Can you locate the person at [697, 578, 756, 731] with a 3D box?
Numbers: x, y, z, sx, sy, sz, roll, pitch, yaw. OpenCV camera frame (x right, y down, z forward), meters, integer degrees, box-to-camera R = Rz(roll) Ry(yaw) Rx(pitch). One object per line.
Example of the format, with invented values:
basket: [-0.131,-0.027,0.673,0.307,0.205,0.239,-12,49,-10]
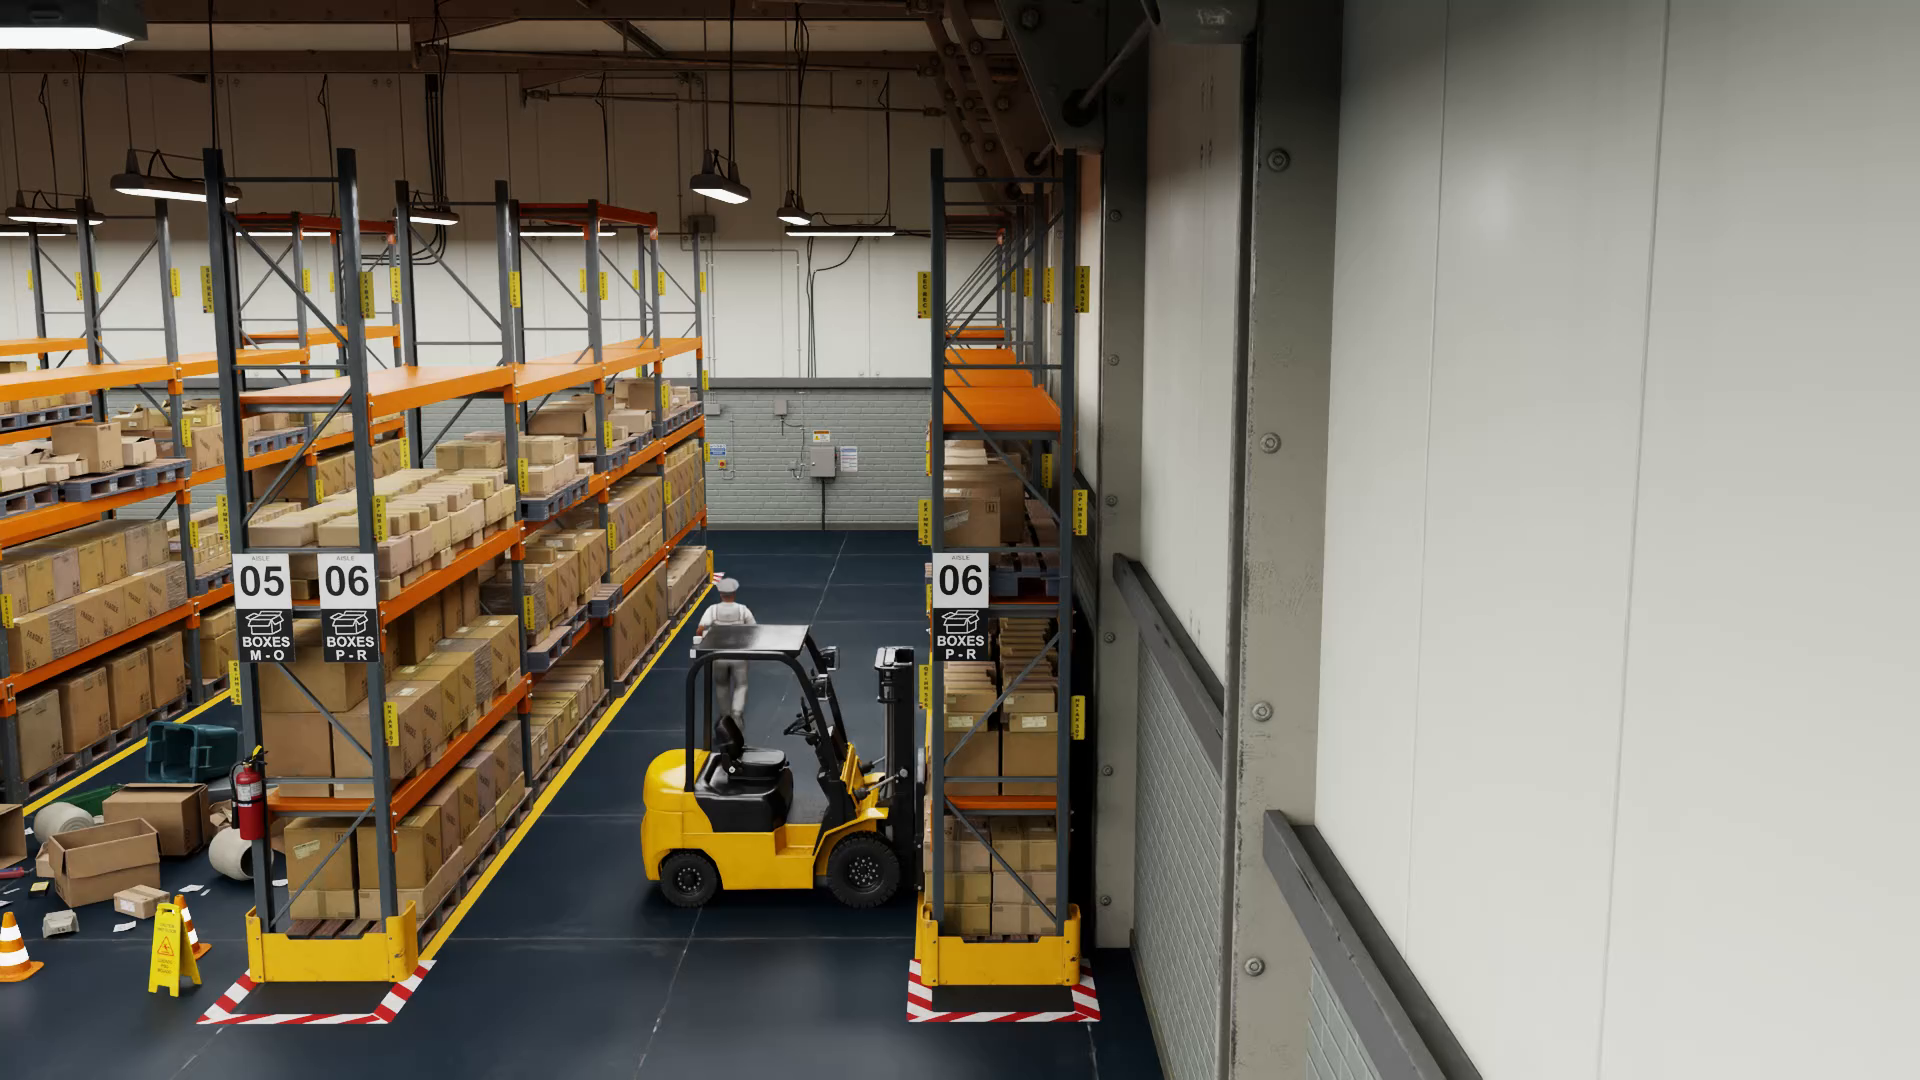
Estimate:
person: [-2.614,1.298,18.789,0.678,1.750,0.926,-1,9,-5]
